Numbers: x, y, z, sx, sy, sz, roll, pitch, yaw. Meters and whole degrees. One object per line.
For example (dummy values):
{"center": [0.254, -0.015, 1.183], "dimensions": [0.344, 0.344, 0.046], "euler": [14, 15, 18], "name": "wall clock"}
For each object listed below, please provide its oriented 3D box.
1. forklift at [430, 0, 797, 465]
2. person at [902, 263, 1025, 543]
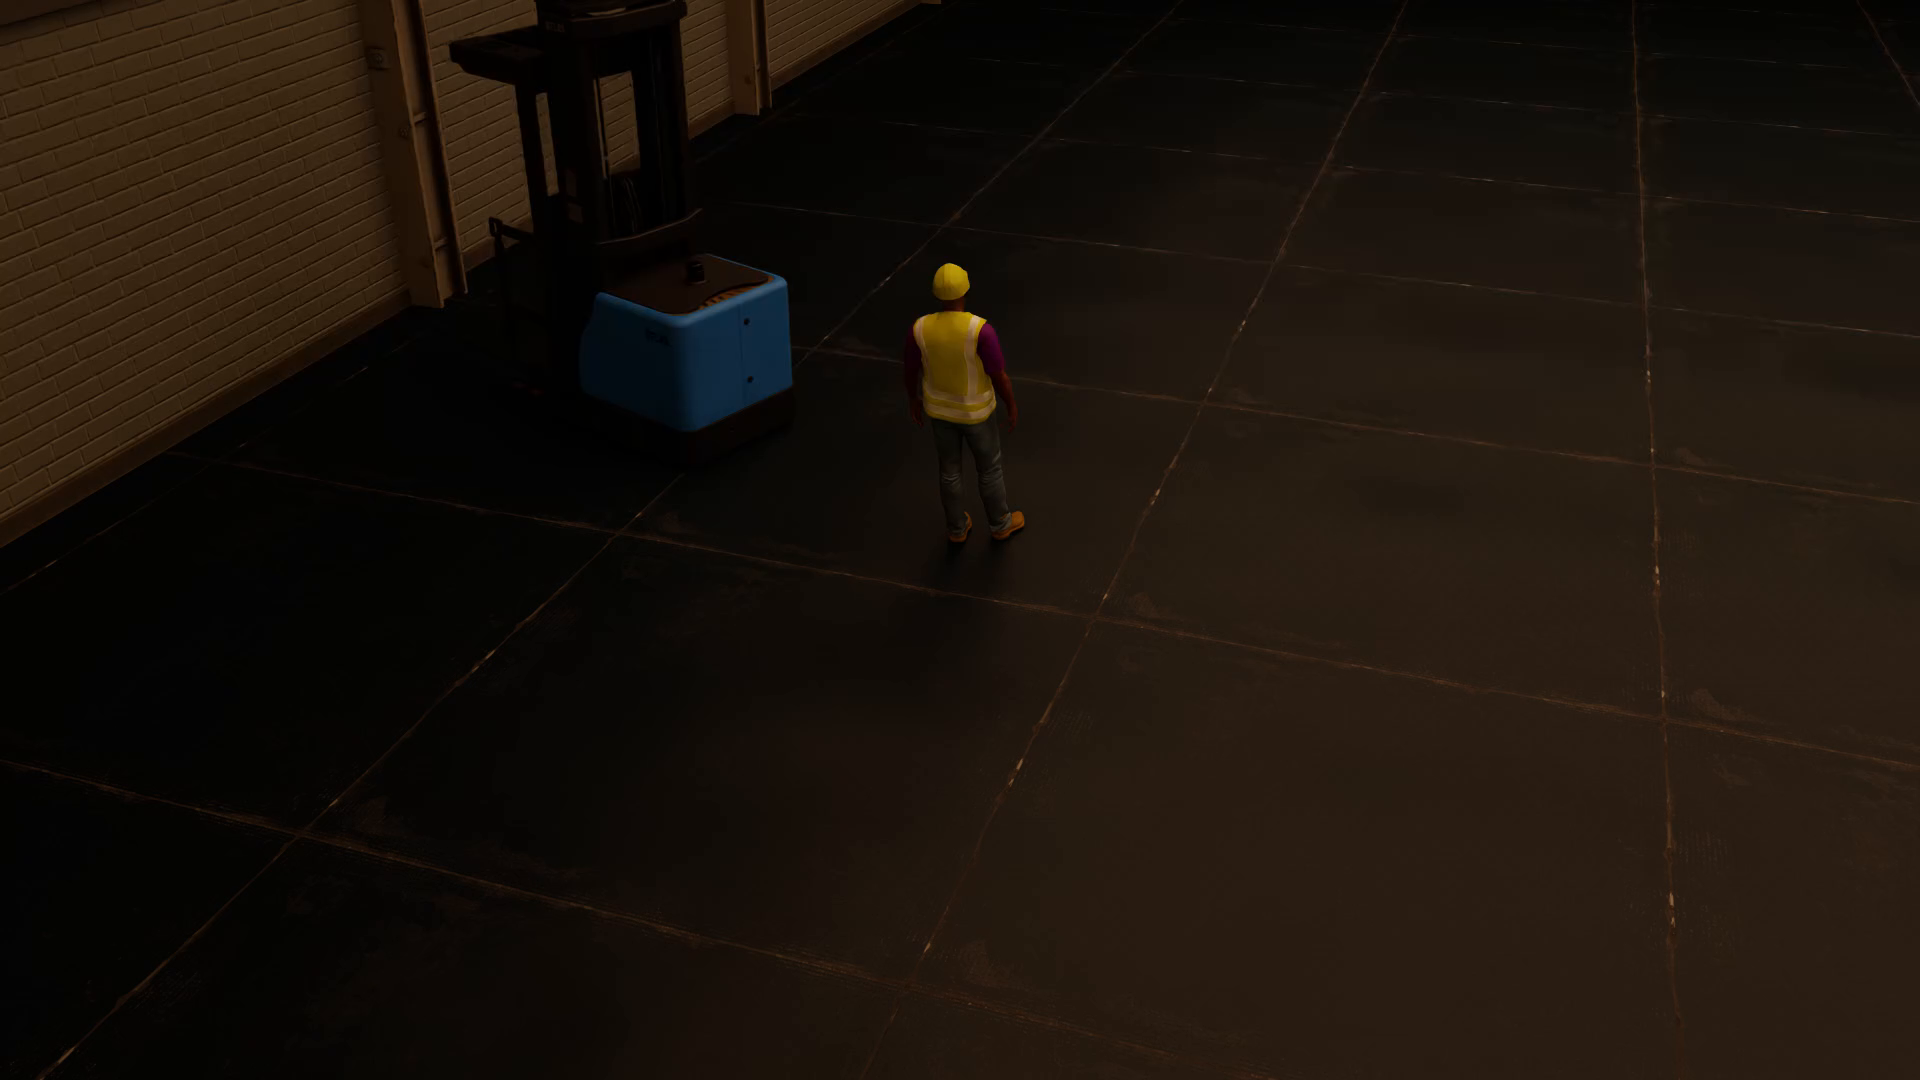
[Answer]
{"center": [-2.589, -2.346, 11.251], "dimensions": [3.031, 2.935, 1.130], "euler": [22, 36, 33], "name": "forklift"}
{"center": [0.028, -0.805, 9.710], "dimensions": [0.666, 1.765, 0.577], "euler": [10, 31, 16], "name": "person"}
